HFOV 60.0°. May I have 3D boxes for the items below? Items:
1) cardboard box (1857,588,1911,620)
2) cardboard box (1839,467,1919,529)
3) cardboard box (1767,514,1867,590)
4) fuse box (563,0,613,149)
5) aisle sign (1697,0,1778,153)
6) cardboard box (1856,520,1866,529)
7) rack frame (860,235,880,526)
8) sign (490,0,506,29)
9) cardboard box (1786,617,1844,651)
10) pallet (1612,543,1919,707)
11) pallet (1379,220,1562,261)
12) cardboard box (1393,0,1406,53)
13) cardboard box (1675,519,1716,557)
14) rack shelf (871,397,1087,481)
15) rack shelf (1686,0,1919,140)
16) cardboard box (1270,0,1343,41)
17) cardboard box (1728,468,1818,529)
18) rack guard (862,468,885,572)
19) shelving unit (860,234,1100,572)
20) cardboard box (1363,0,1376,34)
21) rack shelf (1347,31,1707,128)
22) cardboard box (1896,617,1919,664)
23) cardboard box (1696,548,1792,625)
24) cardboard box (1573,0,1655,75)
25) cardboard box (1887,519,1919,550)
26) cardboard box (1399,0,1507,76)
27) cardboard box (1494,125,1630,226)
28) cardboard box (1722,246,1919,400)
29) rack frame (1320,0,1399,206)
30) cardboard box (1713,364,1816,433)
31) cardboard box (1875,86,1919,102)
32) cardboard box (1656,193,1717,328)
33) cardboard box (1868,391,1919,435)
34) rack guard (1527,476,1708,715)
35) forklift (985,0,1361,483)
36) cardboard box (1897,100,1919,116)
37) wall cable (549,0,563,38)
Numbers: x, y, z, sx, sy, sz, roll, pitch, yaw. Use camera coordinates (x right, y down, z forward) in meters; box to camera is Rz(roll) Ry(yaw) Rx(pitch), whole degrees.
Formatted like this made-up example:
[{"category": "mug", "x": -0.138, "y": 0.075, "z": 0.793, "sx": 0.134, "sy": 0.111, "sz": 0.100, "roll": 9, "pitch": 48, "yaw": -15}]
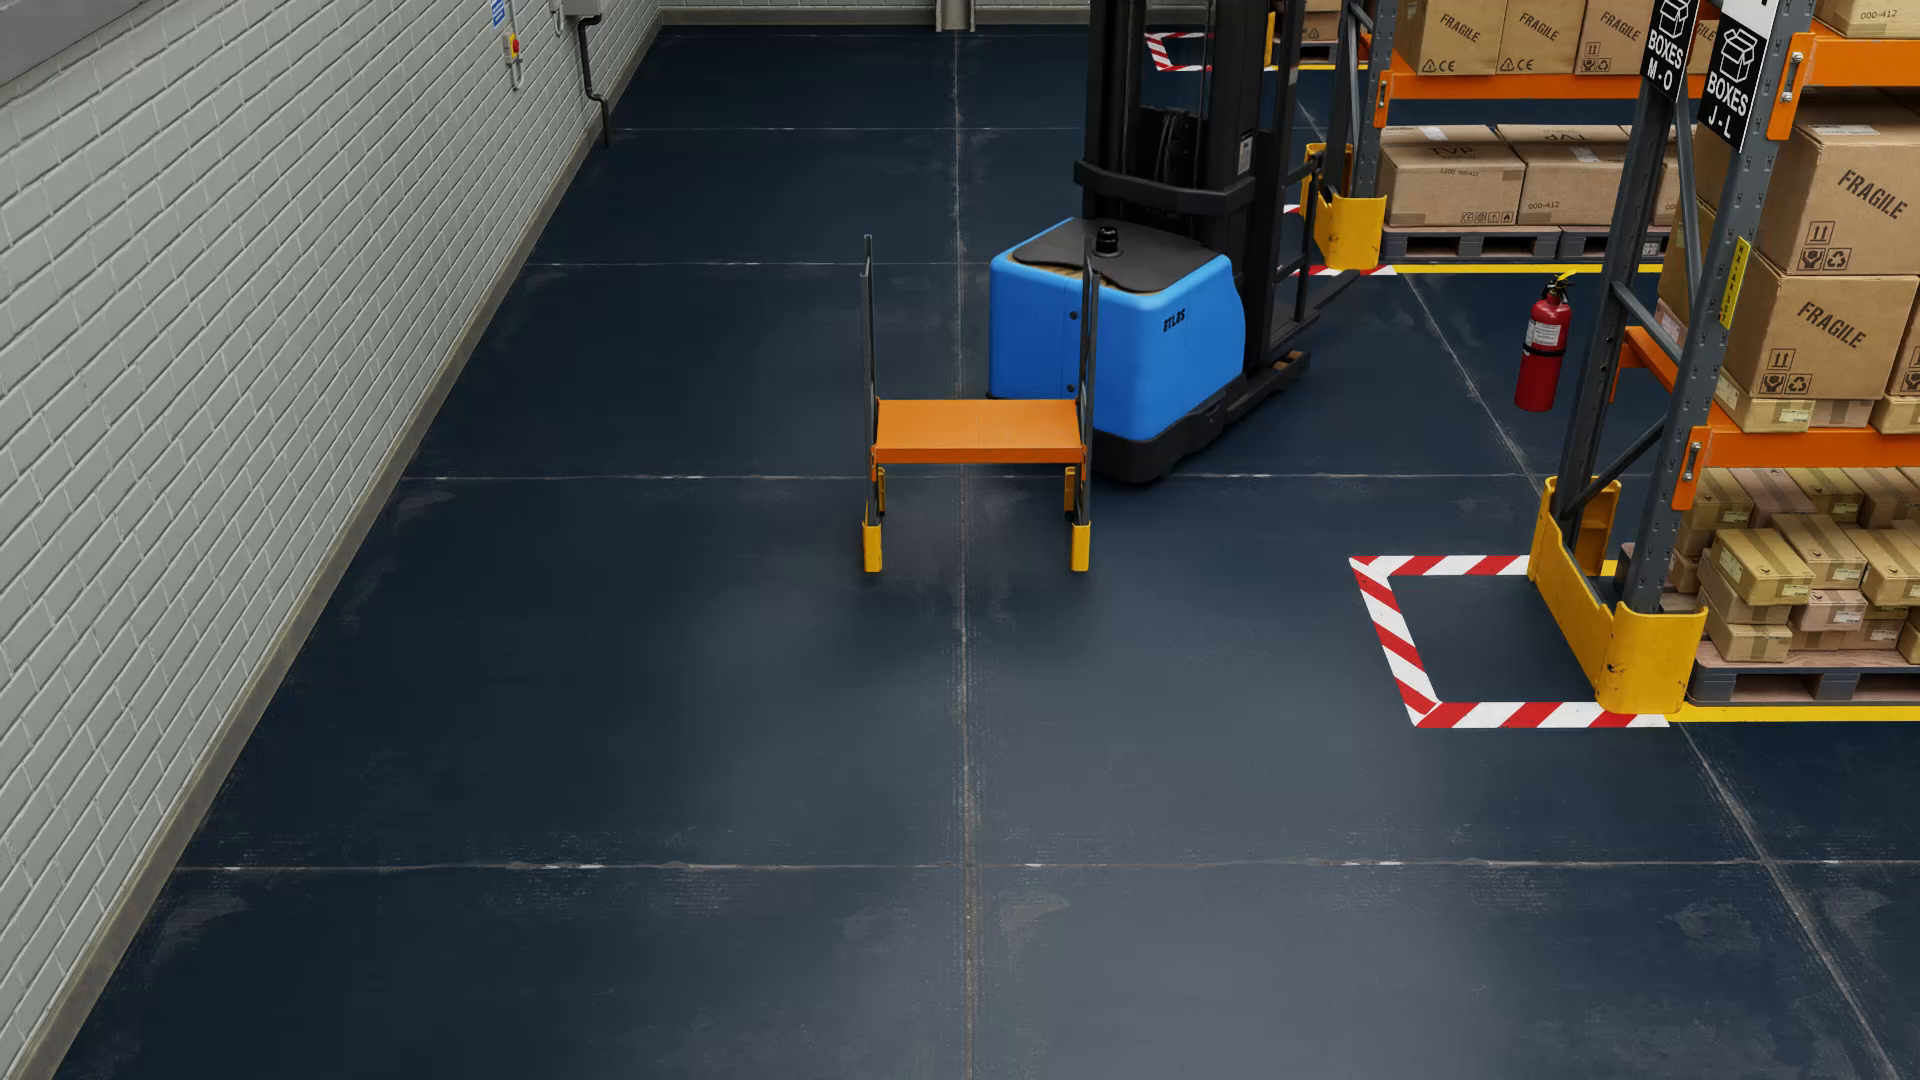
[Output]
[{"category": "cardboard box", "x": 3.863, "y": 0.177, "z": 7.124, "sx": 0.250, "sy": 0.149, "sz": 0.380, "roll": 0, "pitch": 31, "yaw": 0}, {"category": "cardboard box", "x": 4.116, "y": -0.202, "z": 7.462, "sx": 0.250, "sy": 0.149, "sz": 0.380, "roll": -1, "pitch": 31, "yaw": -2}, {"category": "cardboard box", "x": 3.620, "y": 0.048, "z": 7.050, "sx": 0.250, "sy": 0.149, "sz": 0.380, "roll": 0, "pitch": 31, "yaw": 1}, {"category": "fuse box", "x": -2.817, "y": -3.925, "z": 13.070, "sx": 0.414, "sy": 1.711, "sz": 0.539, "roll": 0, "pitch": 31, "yaw": 0}, {"category": "aisle sign", "x": 2.748, "y": -1.804, "z": 5.826, "sx": 0.004, "sy": 0.787, "sz": 0.394, "roll": 0, "pitch": 31, "yaw": 0}, {"category": "cardboard box", "x": 4.135, "y": -0.036, "z": 7.475, "sx": 0.250, "sy": 0.149, "sz": 0.380, "roll": -1, "pitch": 31, "yaw": -1}, {"category": "rack frame", "x": -0.423, "y": -0.640, "z": 7.859, "sx": 0.032, "sy": 1.500, "sz": 0.500, "roll": 0, "pitch": 31, "yaw": 0}, {"category": "sign", "x": -3.011, "y": -3.476, "z": 10.828, "sx": 0.001, "sy": 0.218, "sz": 0.327, "roll": 0, "pitch": 31, "yaw": 0}, {"category": "cardboard box", "x": 3.607, "y": 0.312, "z": 7.188, "sx": 0.250, "sy": 0.149, "sz": 0.380, "roll": 0, "pitch": 31, "yaw": 0}, {"category": "pallet", "x": 3.708, "y": 0.359, "z": 7.455, "sx": 1.213, "sy": 0.211, "sz": 1.003, "roll": 0, "pitch": 31, "yaw": 0}, {"category": "pallet", "x": 3.488, "y": -2.267, "z": 11.783, "sx": 1.213, "sy": 0.211, "sz": 1.003, "roll": 0, "pitch": 31, "yaw": 0}, {"category": "cardboard box", "x": 3.169, "y": -3.597, "z": 11.191, "sx": 0.500, "sy": 0.500, "sz": 0.500, "roll": 0, "pitch": 31, "yaw": 0}, {"category": "cardboard box", "x": 3.346, "y": -0.086, "z": 7.557, "sx": 0.250, "sy": 0.149, "sz": 0.380, "roll": -1, "pitch": 31, "yaw": -2}, {"category": "rack shelf", "x": 0.085, "y": -0.488, "z": 7.955, "sx": 1.000, "sy": 0.185, "sz": 0.538, "roll": 0, "pitch": 31, "yaw": 0}, {"category": "rack shelf", "x": 4.819, "y": -1.830, "z": 6.176, "sx": 4.000, "sy": 0.370, "sz": 1.077, "roll": 0, "pitch": 31, "yaw": 0}, {"category": "cardboard box", "x": 3.267, "y": -5.056, "z": 15.693, "sx": 0.637, "sy": 0.503, "sz": 0.797, "roll": -1, "pitch": 31, "yaw": -2}, {"category": "cardboard box", "x": 3.599, "y": -0.168, "z": 7.405, "sx": 0.250, "sy": 0.149, "sz": 0.380, "roll": 0, "pitch": 31, "yaw": 1}, {"category": "rack guard", "x": -0.422, "y": -0.106, "z": 8.183, "sx": 0.087, "sy": 0.250, "sz": 0.587, "roll": 0, "pitch": 31, "yaw": 0}, {"category": "shelving unit", "x": 0.076, "y": -0.641, "z": 7.861, "sx": 1.083, "sy": 1.500, "sz": 0.587, "roll": 0, "pitch": 31, "yaw": 0}, {"category": "cardboard box", "x": 4.122, "y": -5.037, "z": 15.665, "sx": 0.500, "sy": 0.500, "sz": 0.700, "roll": 1, "pitch": 31, "yaw": 2}, {"category": "rack shelf", "x": 4.689, "y": -3.115, "z": 11.185, "sx": 4.000, "sy": 0.370, "sz": 1.077, "roll": 0, "pitch": 31, "yaw": 0}, {"category": "cardboard box", "x": 4.111, "y": 0.364, "z": 7.103, "sx": 0.250, "sy": 0.149, "sz": 0.380, "roll": 0, "pitch": 31, "yaw": 0}, {"category": "cardboard box", "x": 3.345, "y": 0.195, "z": 7.094, "sx": 0.250, "sy": 0.149, "sz": 0.380, "roll": 1, "pitch": 31, "yaw": 2}, {"category": "cardboard box", "x": 4.185, "y": -3.320, "z": 10.733, "sx": 0.500, "sy": 0.500, "sz": 0.500, "roll": 0, "pitch": 31, "yaw": -1}, {"category": "cardboard box", "x": 4.121, "y": 0.070, "z": 7.013, "sx": 0.250, "sy": 0.149, "sz": 0.380, "roll": -2, "pitch": 31, "yaw": -3}, {"category": "cardboard box", "x": 3.170, "y": -3.311, "z": 10.719, "sx": 0.500, "sy": 0.500, "sz": 0.500, "roll": 0, "pitch": 31, "yaw": -1}, {"category": "cardboard box", "x": 4.263, "y": -2.561, "z": 11.645, "sx": 0.875, "sy": 0.438, "sz": 0.875, "roll": 1, "pitch": 31, "yaw": 1}, {"category": "cardboard box", "x": 3.270, "y": -0.877, "z": 6.420, "sx": 0.500, "sy": 0.500, "sz": 0.500, "roll": 1, "pitch": 31, "yaw": 2}, {"category": "rack frame", "x": 2.689, "y": -3.416, "z": 10.988, "sx": 0.127, "sy": 3.000, "sz": 1.000, "roll": 0, "pitch": 31, "yaw": 0}, {"category": "cardboard box", "x": 3.145, "y": -0.572, "z": 6.543, "sx": 0.250, "sy": 0.149, "sz": 0.380, "roll": 0, "pitch": 31, "yaw": -1}, {"category": "cardboard box", "x": 3.782, "y": -1.578, "z": 6.612, "sx": 0.500, "sy": 0.500, "sz": 0.500, "roll": -1, "pitch": 31, "yaw": -2}, {"category": "cardboard box", "x": 3.267, "y": -1.153, "z": 6.876, "sx": 0.500, "sy": 0.500, "sz": 0.500, "roll": 0, "pitch": 31, "yaw": 1}, {"category": "cardboard box", "x": 3.669, "y": -0.568, "z": 6.536, "sx": 0.250, "sy": 0.149, "sz": 0.380, "roll": -1, "pitch": 31, "yaw": -2}, {"category": "rack guard", "x": 2.895, "y": 0.220, "z": 7.406, "sx": 0.348, "sy": 0.500, "sz": 1.175, "roll": 0, "pitch": 31, "yaw": 0}, {"category": "forklift", "x": 1.412, "y": -2.258, "z": 9.146, "sx": 1.130, "sy": 2.935, "sz": 3.031, "roll": 21, "pitch": 37, "yaw": 30}, {"category": "cardboard box", "x": 3.775, "y": -1.315, "z": 6.178, "sx": 0.500, "sy": 0.500, "sz": 0.500, "roll": 1, "pitch": 31, "yaw": 1}, {"category": "wall cable", "x": -2.970, "y": -4.556, "z": 11.888, "sx": 0.122, "sy": 1.984, "sz": 0.588, "roll": 0, "pitch": 31, "yaw": 0}]
